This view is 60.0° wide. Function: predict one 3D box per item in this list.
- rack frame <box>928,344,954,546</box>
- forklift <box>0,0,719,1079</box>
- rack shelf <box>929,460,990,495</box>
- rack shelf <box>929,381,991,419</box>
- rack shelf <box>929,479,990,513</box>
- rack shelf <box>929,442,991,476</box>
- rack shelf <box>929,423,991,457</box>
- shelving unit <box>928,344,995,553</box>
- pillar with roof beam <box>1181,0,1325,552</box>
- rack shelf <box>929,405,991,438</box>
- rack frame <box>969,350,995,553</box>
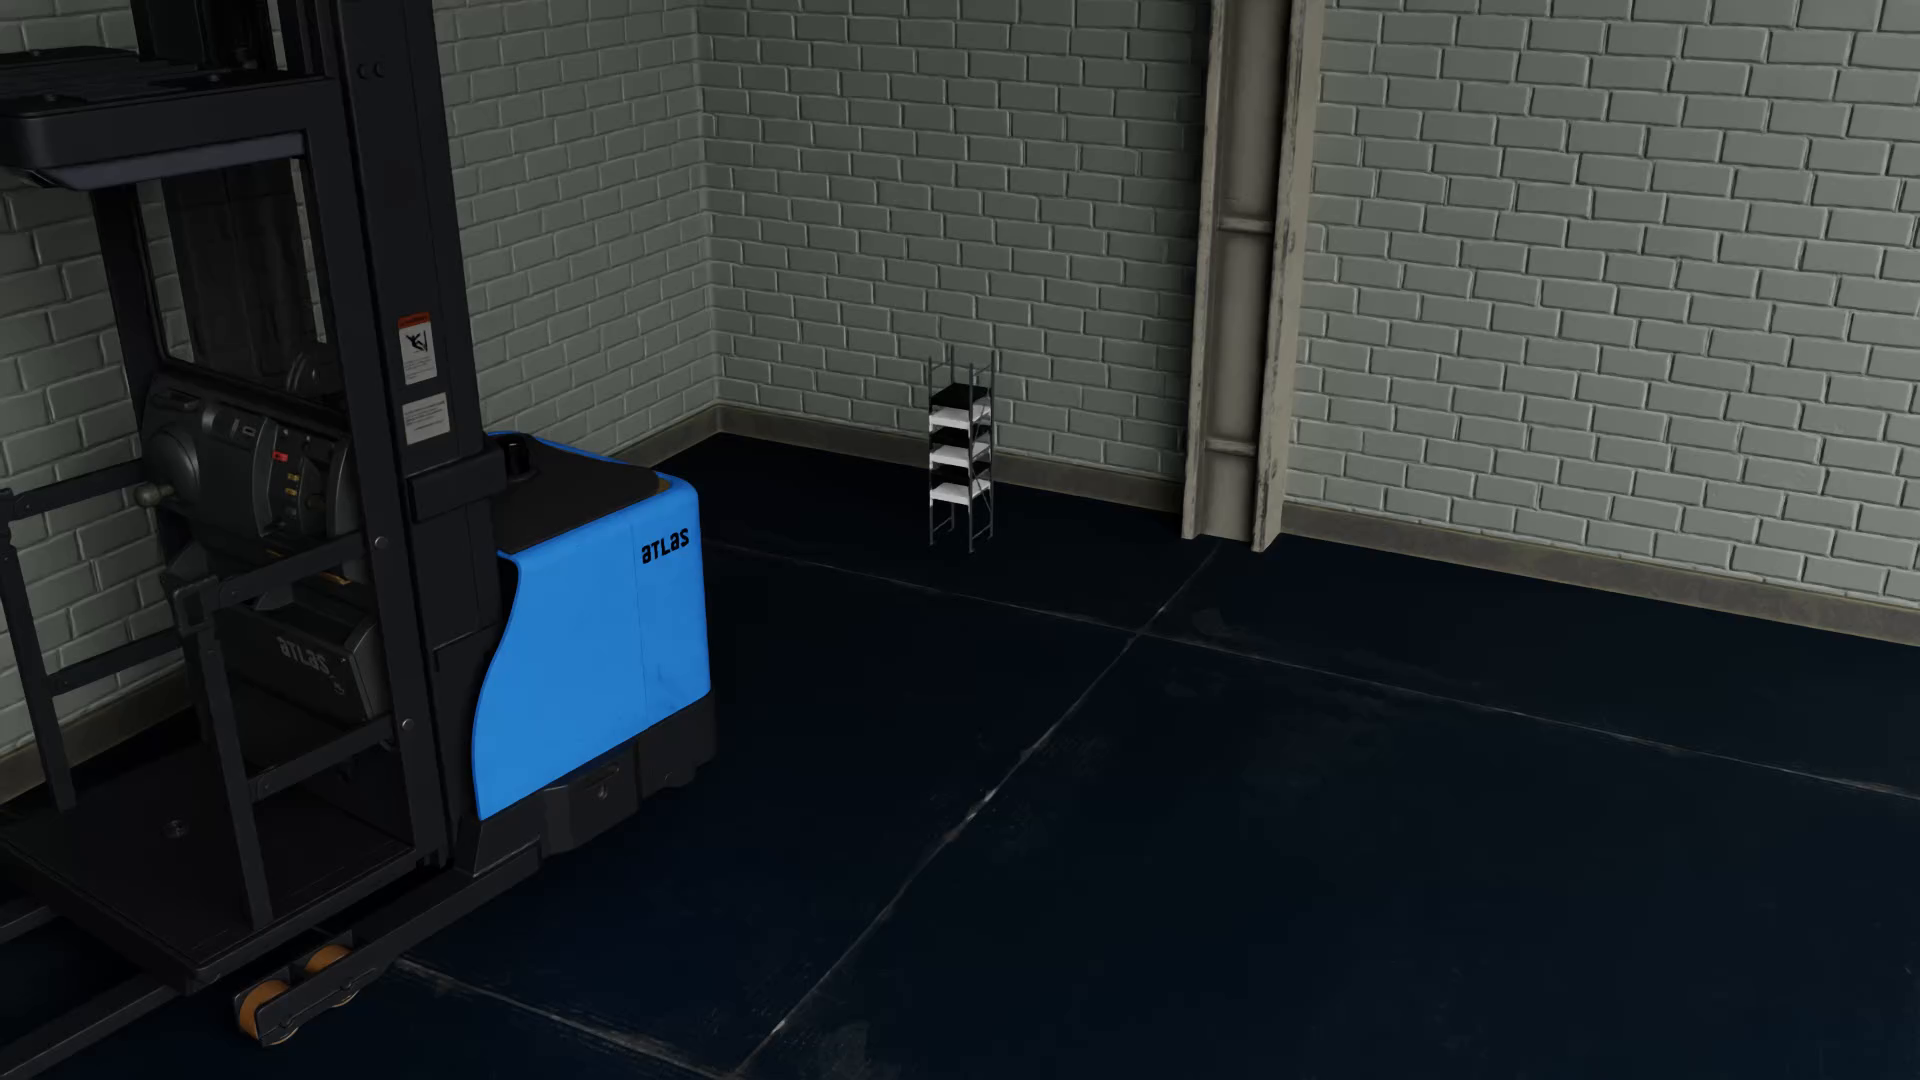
[{"bbox_3d":[-0.083,-0.431,7.613,0.006,0.900,0.240,11,25,25],"label":"rack frame"},{"bbox_3d":[-2.111,-0.193,4.458,1.130,2.935,3.031,16,28,32],"label":"forklift"},{"bbox_3d":[0.007,-0.299,7.619,0.200,0.077,0.258,11,25,25],"label":"rack shelf"},{"bbox_3d":[0.007,-0.630,7.478,0.200,0.077,0.258,11,25,25],"label":"rack shelf"},{"bbox_3d":[0.007,-0.216,7.654,0.200,0.077,0.258,11,25,25],"label":"rack shelf"},{"bbox_3d":[0.007,-0.382,7.584,0.200,0.077,0.258,11,25,25],"label":"rack shelf"},{"bbox_3d":[0.007,-0.465,7.548,0.200,0.077,0.258,11,25,25],"label":"rack shelf"},{"bbox_3d":[0.007,-0.413,7.571,0.210,0.900,0.258,11,25,25],"label":"shelving unit"},{"bbox_3d":[-0.666,-2.668,2.526,0.400,9.000,9.100,11,25,25],"label":"pillar with roof beam"},{"bbox_3d":[0.007,-0.548,7.513,0.200,0.077,0.258,11,25,25],"label":"rack shelf"},{"bbox_3d":[0.098,-0.395,7.528,0.006,0.900,0.240,11,25,25],"label":"rack frame"}]
